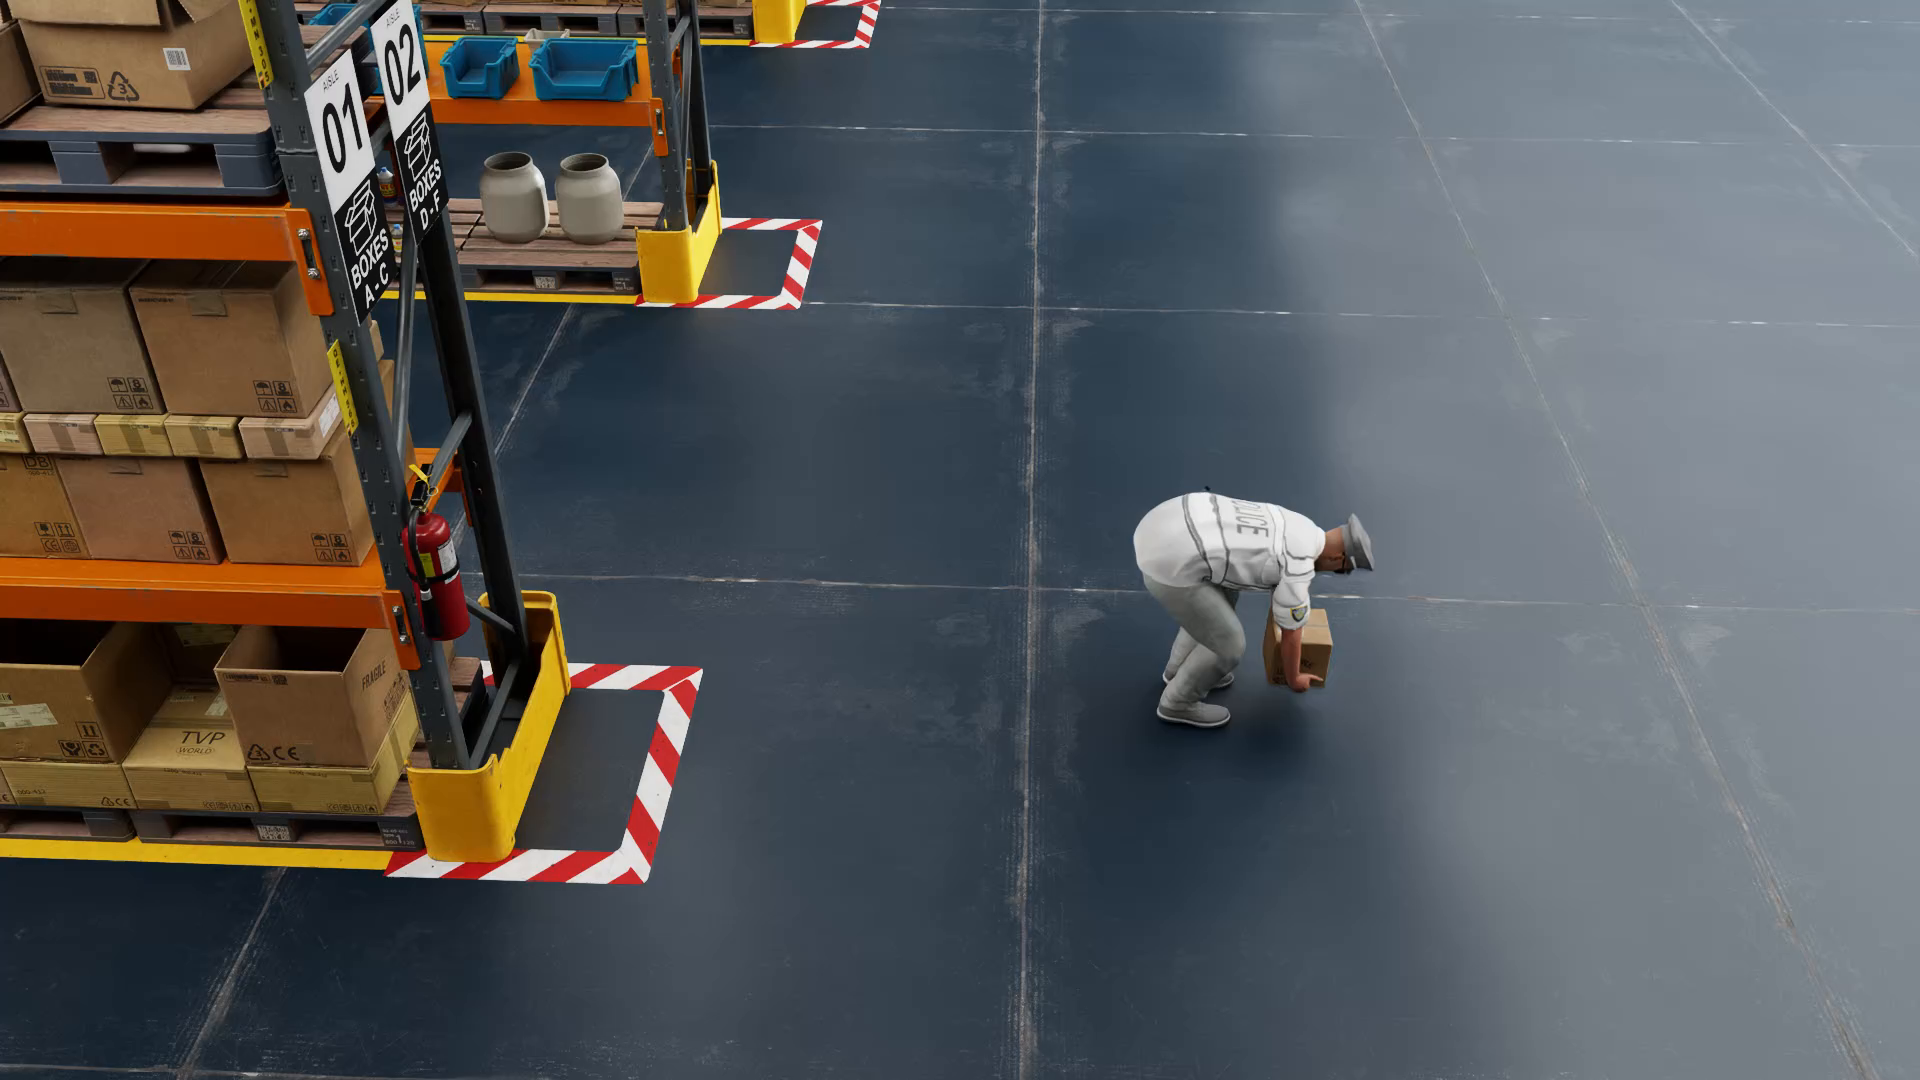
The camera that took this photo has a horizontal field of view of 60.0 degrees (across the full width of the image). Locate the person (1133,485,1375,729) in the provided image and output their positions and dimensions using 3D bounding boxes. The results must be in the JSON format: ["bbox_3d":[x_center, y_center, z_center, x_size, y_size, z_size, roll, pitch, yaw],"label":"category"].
[{"bbox_3d":[1.282,0.296,7.290,1.014,1.065,0.501,0,35,0],"label":"person"}]
